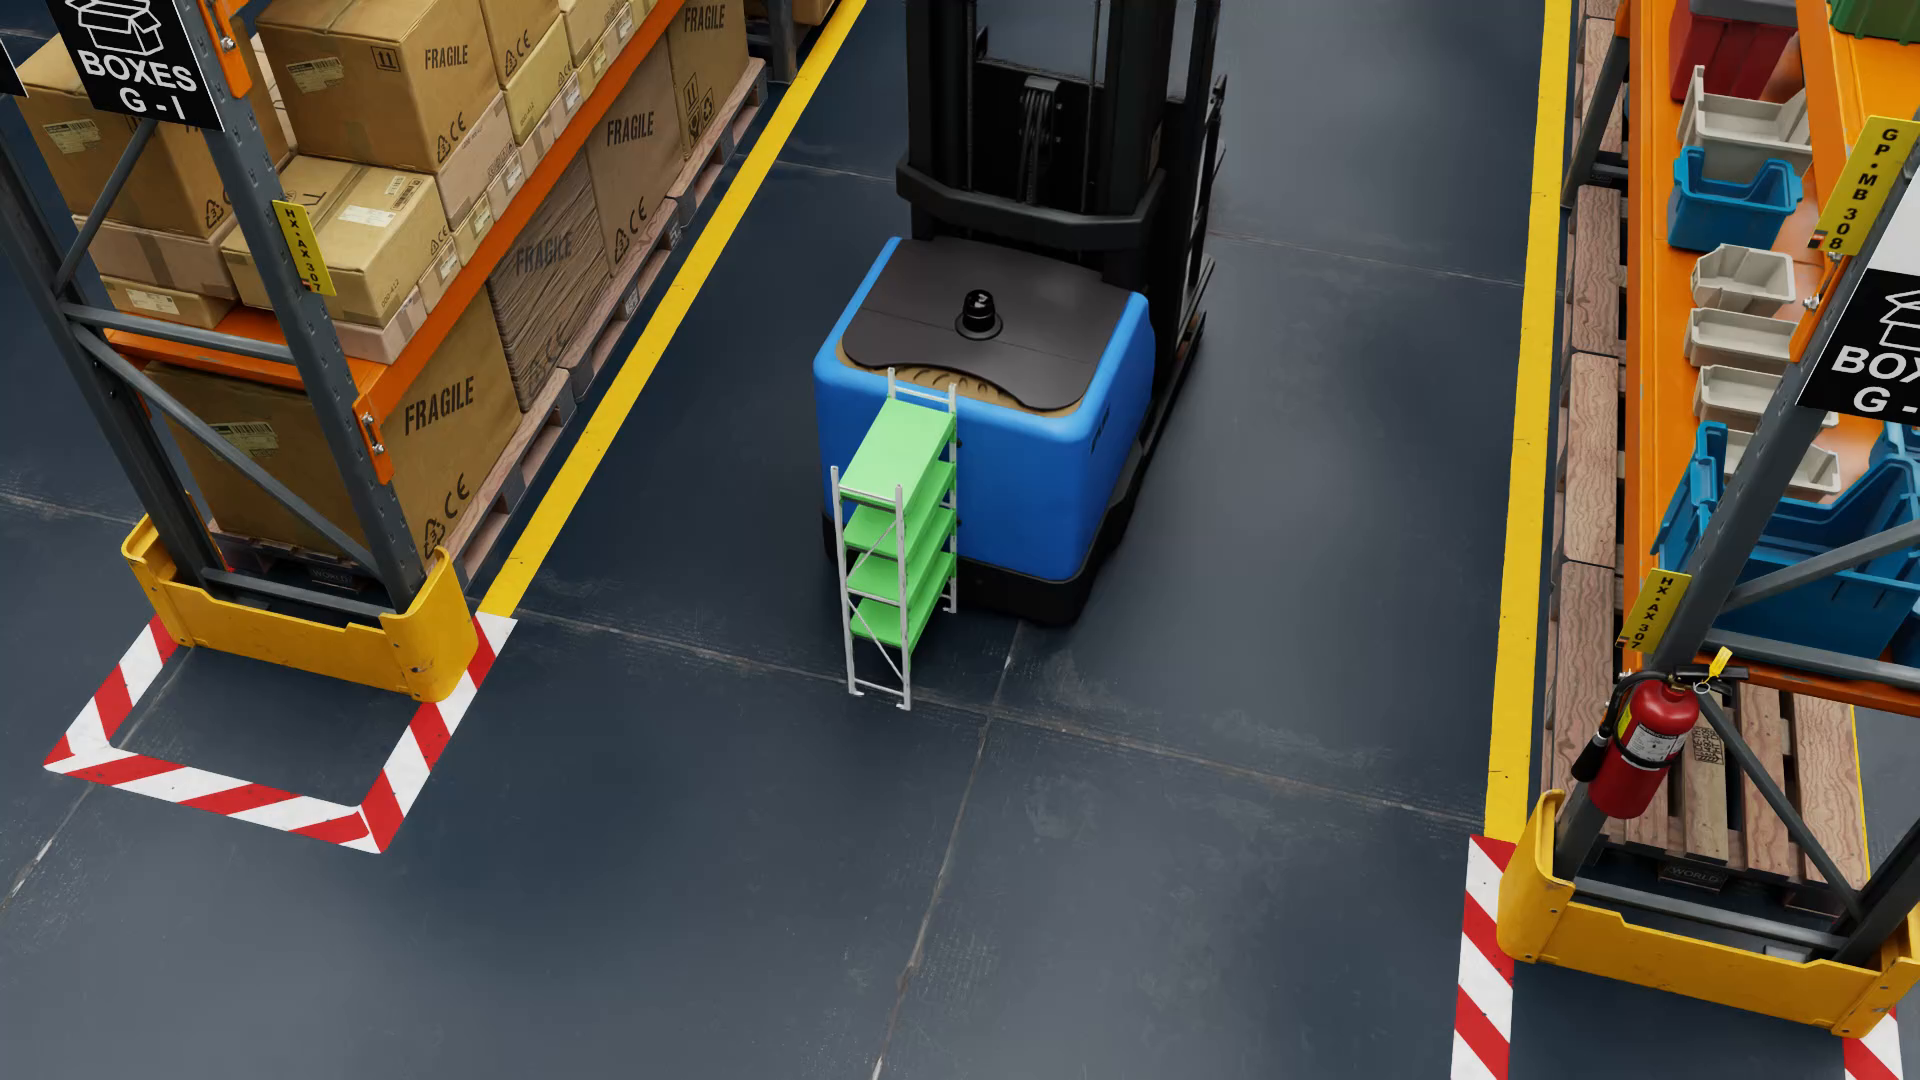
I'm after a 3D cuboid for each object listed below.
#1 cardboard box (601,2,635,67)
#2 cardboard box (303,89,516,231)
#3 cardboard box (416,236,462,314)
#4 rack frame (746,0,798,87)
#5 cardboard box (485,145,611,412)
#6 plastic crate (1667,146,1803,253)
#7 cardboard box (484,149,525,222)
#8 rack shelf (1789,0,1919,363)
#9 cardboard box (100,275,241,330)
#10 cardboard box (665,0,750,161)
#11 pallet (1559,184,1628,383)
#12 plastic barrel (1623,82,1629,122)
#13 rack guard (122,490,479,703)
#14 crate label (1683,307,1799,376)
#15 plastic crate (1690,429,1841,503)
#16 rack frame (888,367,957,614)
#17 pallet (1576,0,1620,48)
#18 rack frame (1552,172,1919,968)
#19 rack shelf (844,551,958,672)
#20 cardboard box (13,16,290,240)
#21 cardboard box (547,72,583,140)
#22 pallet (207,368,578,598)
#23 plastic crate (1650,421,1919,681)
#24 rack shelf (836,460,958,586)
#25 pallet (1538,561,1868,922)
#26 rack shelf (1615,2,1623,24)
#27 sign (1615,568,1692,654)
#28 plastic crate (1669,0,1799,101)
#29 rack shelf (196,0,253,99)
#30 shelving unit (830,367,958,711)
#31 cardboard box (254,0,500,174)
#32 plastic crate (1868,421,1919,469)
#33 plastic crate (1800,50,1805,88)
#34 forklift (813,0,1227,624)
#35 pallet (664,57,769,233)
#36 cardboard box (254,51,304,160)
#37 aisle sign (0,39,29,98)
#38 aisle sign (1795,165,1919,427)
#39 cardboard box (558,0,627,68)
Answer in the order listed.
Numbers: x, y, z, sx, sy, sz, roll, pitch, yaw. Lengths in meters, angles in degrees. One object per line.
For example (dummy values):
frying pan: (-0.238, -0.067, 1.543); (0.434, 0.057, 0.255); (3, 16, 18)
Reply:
cardboard box: (-1.532, -2.047, 6.643); (0.380, 0.149, 0.250); (12, 50, 11)
cardboard box: (-1.898, -1.356, 5.767); (0.500, 0.250, 0.500); (11, 49, 10)
cardboard box: (-1.937, -0.930, 5.657); (0.380, 0.149, 0.250); (11, 49, 9)
rack frame: (-1.362, -3.529, 7.783); (1.000, 3.000, 0.127); (12, 50, 10)
cardboard box: (-2.084, -1.209, 6.872); (0.875, 0.875, 0.875); (12, 50, 10)
plastic crate: (2.656, -1.159, 5.763); (0.416, 0.233, 0.300); (12, 50, 10)
cardboard box: (-1.803, -1.304, 5.987); (0.380, 0.149, 0.250); (11, 49, 9)
rack shelf: (2.890, -1.860, 4.789); (1.077, 0.370, 4.000); (12, 50, 10)
cardboard box: (-2.639, -0.875, 5.608); (0.380, 0.149, 0.250); (12, 50, 11)
cardboard box: (-1.613, -2.504, 8.015); (0.875, 0.875, 0.875); (12, 50, 10)
pallet: (3.260, -1.090, 7.490); (1.003, 0.211, 1.213); (12, 50, 10)
plastic barrel: (3.576, -2.387, 7.894); (0.600, 0.901, 0.708); (12, 50, 10)
rack guard: (-2.421, 0.209, 6.151); (1.175, 0.500, 0.348); (12, 50, 10)
crate label: (2.543, -0.630, 5.360); (0.396, 0.136, 0.243); (12, 50, 10)
plastic crate: (2.403, -0.217, 4.995); (0.396, 0.136, 0.243); (12, 50, 10)
rack frame: (-0.128, -0.147, 5.998); (0.240, 1.200, 0.015); (15, 50, 13)
pallet: (3.978, -3.064, 9.233); (1.003, 0.211, 1.213); (12, 50, 10)
rack frame: (2.363, 0.341, 4.367); (1.000, 3.000, 0.127); (12, 50, 10)
rack shelf: (-0.212, 0.226, 6.074); (0.258, 0.148, 0.480); (15, 50, 13)
cardboard box: (-2.540, -1.337, 5.250); (0.500, 0.500, 0.500); (12, 50, 10)
cardboard box: (-1.667, -1.675, 6.314); (0.380, 0.149, 0.250); (11, 50, 10)
pallet: (-2.280, -0.307, 6.799); (1.003, 0.211, 1.213); (12, 50, 10)
plastic crate: (2.271, 0.031, 4.577); (0.616, 0.435, 0.499); (12, 50, 10)
rack shelf: (-0.212, -0.092, 5.715); (0.258, 0.148, 0.480); (15, 50, 13)
pallet: (2.618, 0.675, 5.932); (1.003, 0.211, 1.213); (12, 50, 10)
rack shelf: (3.942, -3.760, 8.467); (1.077, 0.370, 4.000); (12, 50, 10)
sign: (1.828, 0.191, 4.391); (0.100, 0.325, 0.005); (12, 50, 10)
plastic crate: (2.939, -1.997, 6.348); (0.402, 0.464, 0.583); (12, 50, 10)
rack shelf: (-1.889, -2.837, 5.651); (1.077, 0.370, 4.000); (12, 50, 10)
shelving unit: (-0.212, 0.025, 5.847); (0.258, 1.200, 0.503); (15, 50, 13)
cardboard box: (-1.897, -1.588, 5.472); (0.500, 0.500, 0.500); (10, 49, 9)
plastic crate: (2.919, -0.213, 4.928); (0.416, 0.233, 0.300); (12, 50, 10)
plastic crate: (3.381, -1.618, 6.240); (0.437, 0.125, 0.590); (12, 50, 10)
forklift: (0.451, -1.782, 6.287); (1.130, 2.935, 3.031); (15, 50, 13)
pallet: (-1.638, -2.072, 8.357); (1.003, 0.211, 1.213); (12, 50, 10)
cardboard box: (-2.409, -1.454, 5.854); (0.500, 0.250, 0.500); (11, 49, 9)
aisle sign: (-2.723, -1.503, 4.261); (0.394, 0.787, 0.004); (12, 50, 10)
aisle sign: (2.062, -0.525, 3.397); (0.394, 0.787, 0.004); (12, 50, 10)
cardboard box: (-1.630, -2.097, 6.421); (0.500, 0.250, 0.500); (11, 49, 9)
